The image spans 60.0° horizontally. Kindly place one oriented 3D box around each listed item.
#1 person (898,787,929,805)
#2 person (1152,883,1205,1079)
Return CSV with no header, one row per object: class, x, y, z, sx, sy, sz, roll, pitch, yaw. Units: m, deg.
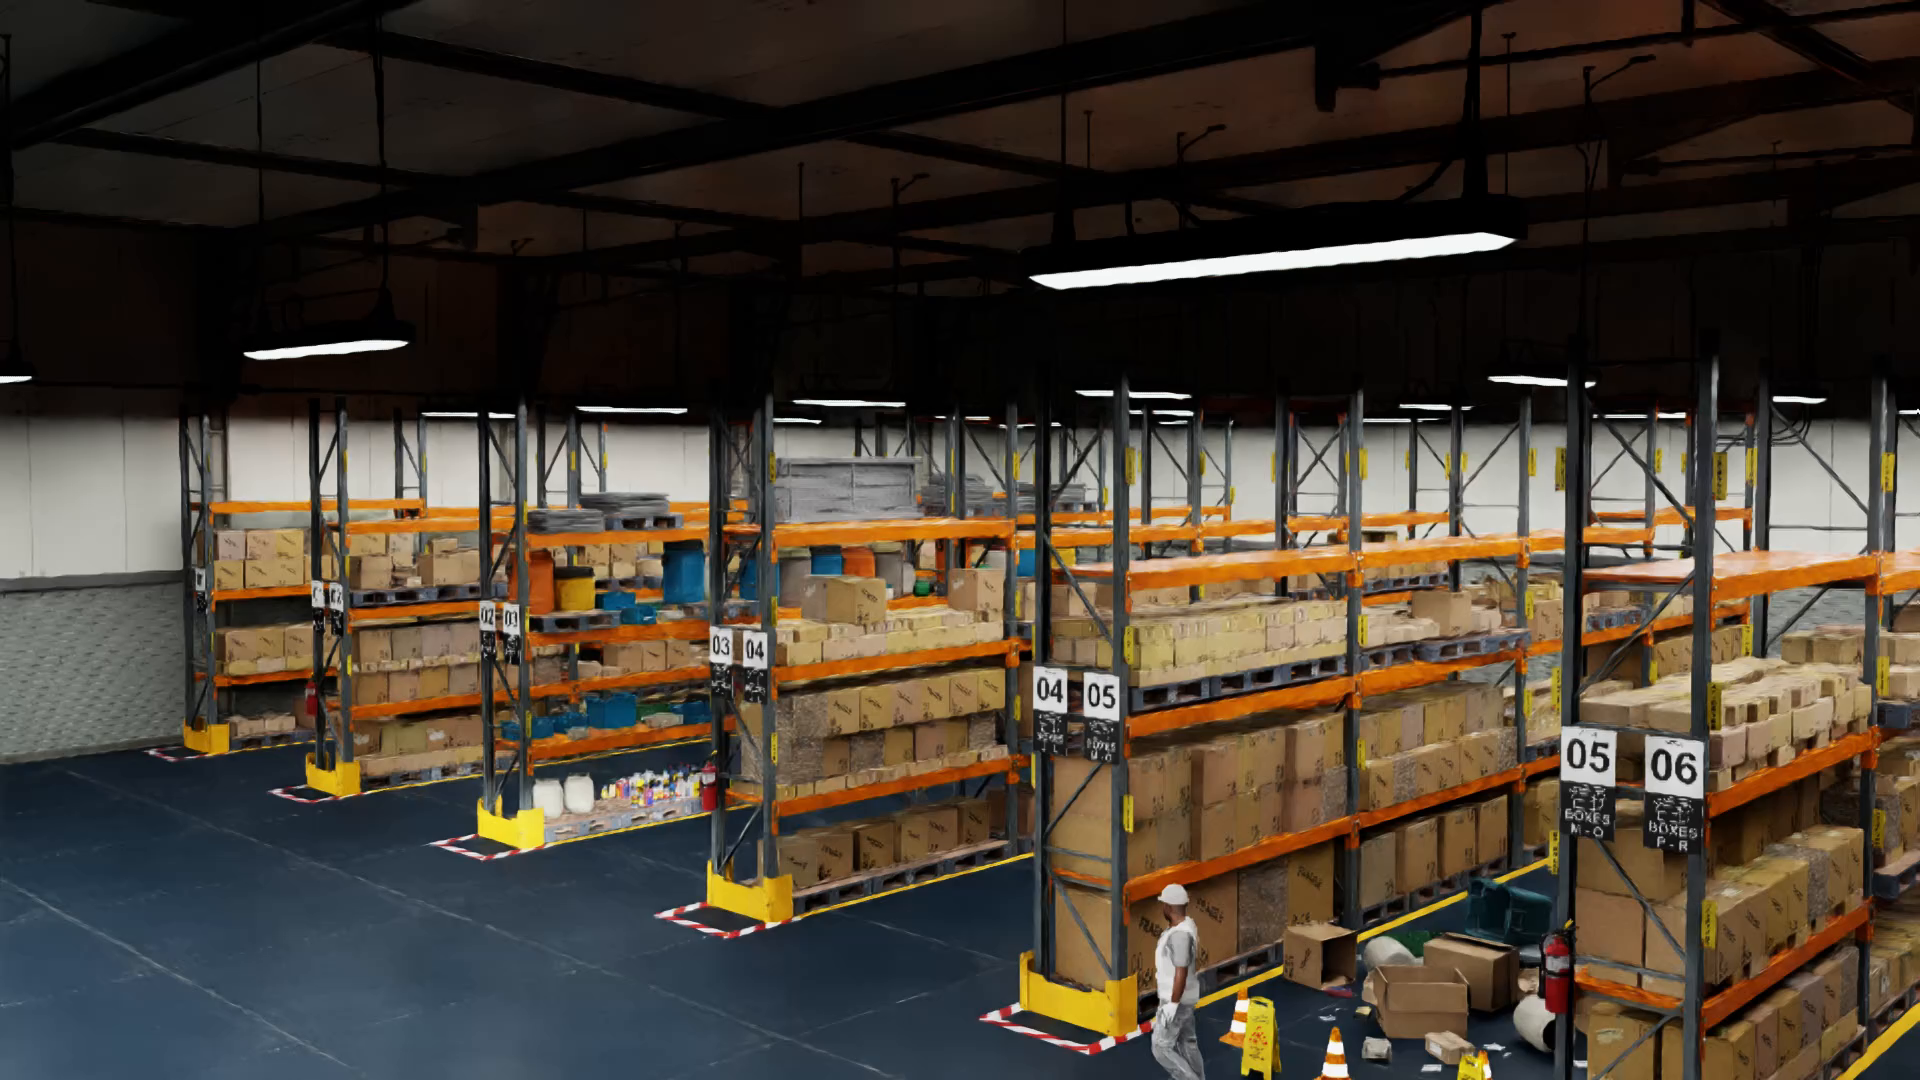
person,-0.631,3.183,23.111,0.566,1.541,0.519,3,4,41
person,1.739,3.579,12.966,0.450,1.774,0.695,1,3,11
